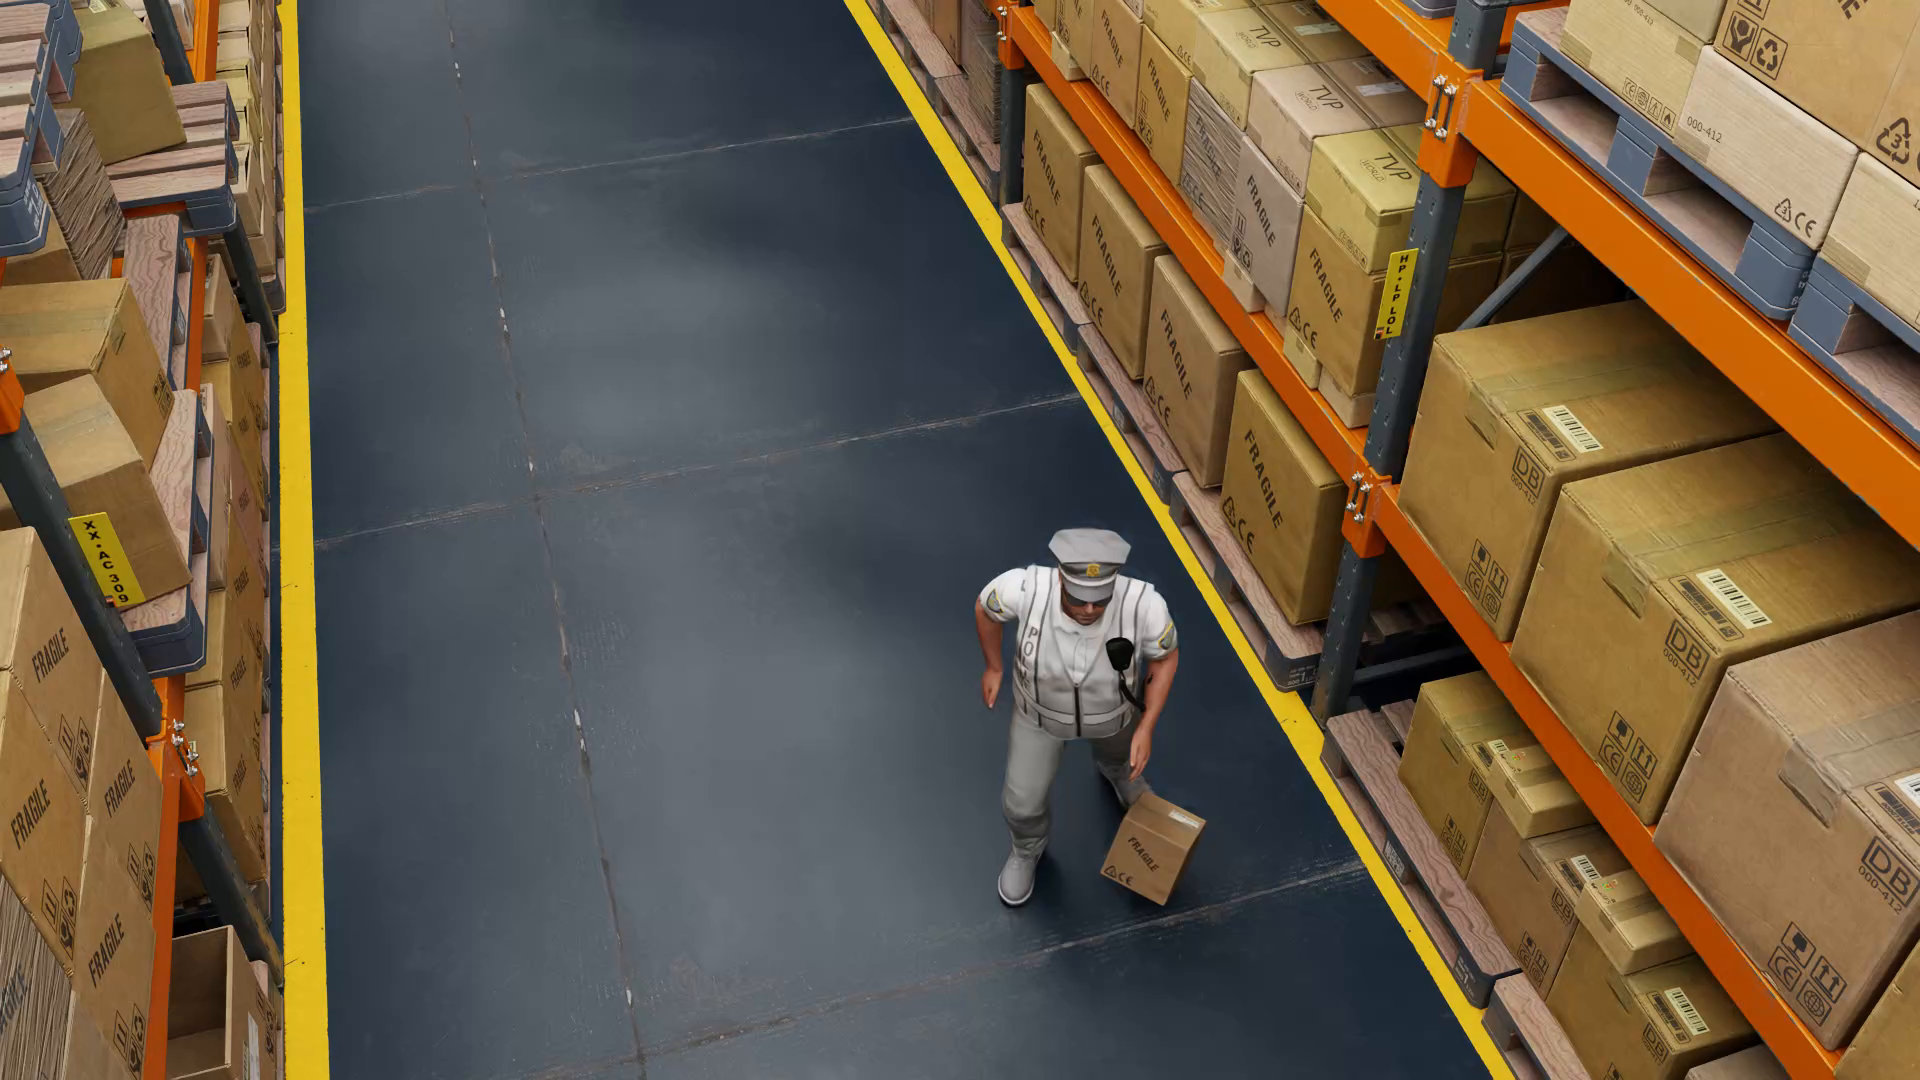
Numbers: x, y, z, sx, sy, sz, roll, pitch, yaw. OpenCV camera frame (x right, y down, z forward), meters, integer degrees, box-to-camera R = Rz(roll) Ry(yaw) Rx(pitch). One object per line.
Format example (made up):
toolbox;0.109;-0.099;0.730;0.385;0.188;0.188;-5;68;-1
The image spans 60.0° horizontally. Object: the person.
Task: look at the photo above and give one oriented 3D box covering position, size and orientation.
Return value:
person;0.397;0.483;5.645;0.696;1.712;0.743;0;42;0
